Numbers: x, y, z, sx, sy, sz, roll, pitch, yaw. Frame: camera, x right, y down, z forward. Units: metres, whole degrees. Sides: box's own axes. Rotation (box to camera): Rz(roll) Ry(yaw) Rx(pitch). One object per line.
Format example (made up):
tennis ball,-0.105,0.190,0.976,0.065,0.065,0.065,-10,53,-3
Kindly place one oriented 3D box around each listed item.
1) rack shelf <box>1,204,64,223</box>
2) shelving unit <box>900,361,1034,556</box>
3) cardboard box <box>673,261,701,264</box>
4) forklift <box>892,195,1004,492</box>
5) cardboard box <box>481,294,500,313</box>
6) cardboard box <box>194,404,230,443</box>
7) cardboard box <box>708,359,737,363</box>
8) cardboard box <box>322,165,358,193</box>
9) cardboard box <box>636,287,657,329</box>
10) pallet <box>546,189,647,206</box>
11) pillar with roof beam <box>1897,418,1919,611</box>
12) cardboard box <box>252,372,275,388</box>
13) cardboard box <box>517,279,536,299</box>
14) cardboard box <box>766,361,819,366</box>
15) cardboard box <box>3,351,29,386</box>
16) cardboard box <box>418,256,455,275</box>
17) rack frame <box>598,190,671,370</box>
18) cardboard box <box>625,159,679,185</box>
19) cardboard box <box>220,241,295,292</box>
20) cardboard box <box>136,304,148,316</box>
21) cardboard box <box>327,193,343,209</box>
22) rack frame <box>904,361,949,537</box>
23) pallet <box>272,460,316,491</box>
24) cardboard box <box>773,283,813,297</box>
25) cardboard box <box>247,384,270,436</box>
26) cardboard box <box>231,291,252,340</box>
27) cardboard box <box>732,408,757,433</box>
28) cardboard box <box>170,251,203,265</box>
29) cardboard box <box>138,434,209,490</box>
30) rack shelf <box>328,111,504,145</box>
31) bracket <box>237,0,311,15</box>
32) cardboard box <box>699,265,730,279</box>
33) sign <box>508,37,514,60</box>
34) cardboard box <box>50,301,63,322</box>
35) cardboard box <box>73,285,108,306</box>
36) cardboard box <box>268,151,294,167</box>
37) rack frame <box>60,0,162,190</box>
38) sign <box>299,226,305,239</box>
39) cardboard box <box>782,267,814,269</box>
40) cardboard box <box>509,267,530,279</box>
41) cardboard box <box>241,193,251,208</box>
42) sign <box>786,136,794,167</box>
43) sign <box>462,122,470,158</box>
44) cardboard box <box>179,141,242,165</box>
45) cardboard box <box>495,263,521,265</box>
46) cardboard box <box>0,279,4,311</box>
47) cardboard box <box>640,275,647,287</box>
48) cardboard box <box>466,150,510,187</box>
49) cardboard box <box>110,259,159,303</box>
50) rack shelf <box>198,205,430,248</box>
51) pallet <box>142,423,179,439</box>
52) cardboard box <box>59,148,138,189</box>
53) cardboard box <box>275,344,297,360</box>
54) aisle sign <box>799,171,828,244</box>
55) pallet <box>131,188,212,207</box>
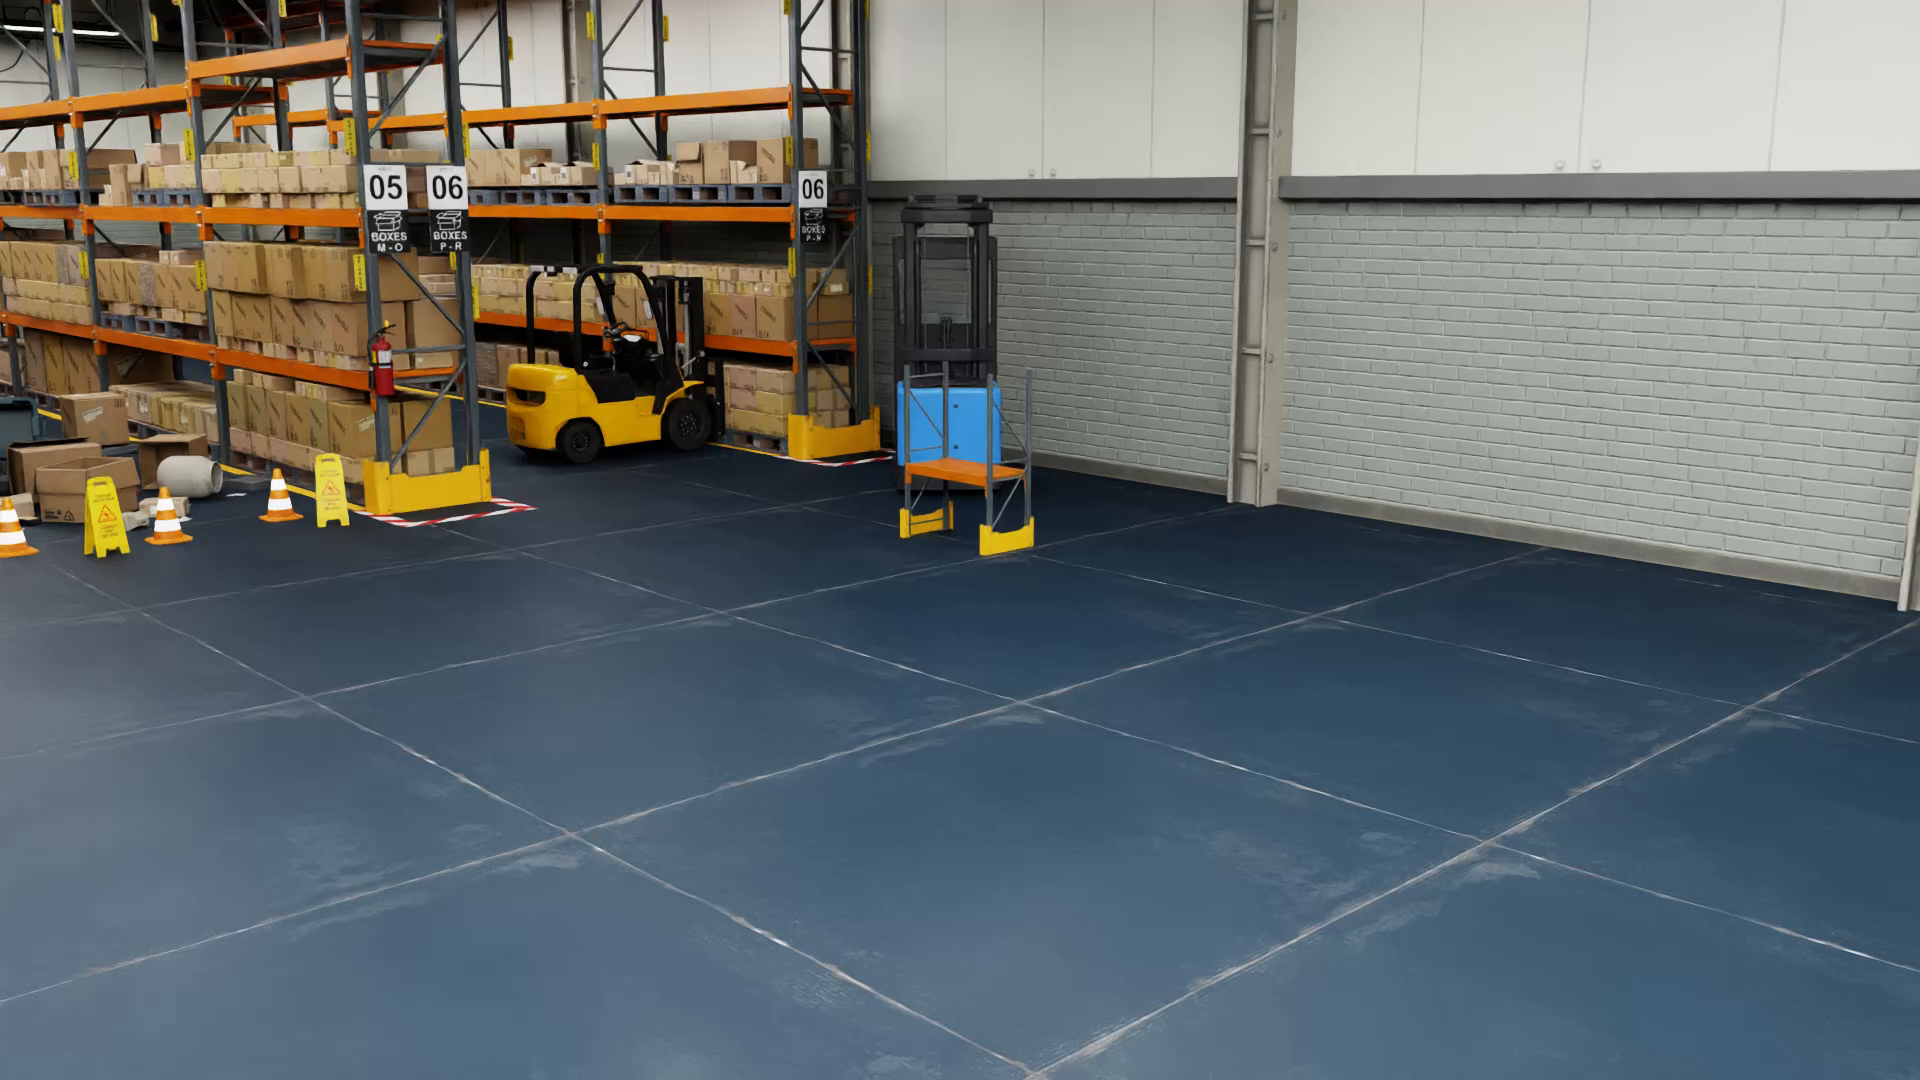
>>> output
rack shelf,-14.723,-4.950,25.352,1.077,0.370,4.000,-11,16,-43
shelving unit,0.053,-0.723,14.206,0.587,1.500,1.083,-11,16,-43
cardboard box,-3.455,-3.494,21.347,0.380,0.149,0.250,-11,16,-43
forklift,-0.167,-2.167,17.668,1.130,2.935,3.031,-1,12,-3
cardboard box,-6.518,-3.403,23.868,0.500,0.250,0.500,-11,16,-44
cardboard box,-8.181,-1.368,19.091,0.950,0.372,0.625,-11,16,-42
cardboard box,-3.068,-2.075,20.347,0.500,0.250,0.500,-11,16,-44
cardboard box,-5.603,-3.368,15.528,0.500,0.250,0.500,-11,16,-43
cardboard box,-3.740,-2.940,21.000,0.500,0.500,0.500,-11,16,-42
pallet,-4.848,-4.568,22.191,1.217,0.209,0.805,11,16,43
pillar with roof beam,3.877,-3.296,8.110,9.100,9.000,0.400,-11,16,-43
cardboard box,-7.206,-1.692,17.500,0.380,0.149,0.250,-10,15,-40
cardboard box,-5.798,-3.499,23.094,0.500,0.250,0.500,-11,16,-42
cardboard box,-2.010,-2.000,19.979,0.500,0.250,0.500,-11,16,-42
cardboard box,-13.698,-2.598,24.899,0.875,0.438,0.875,-11,16,-43
cardboard box,-8.253,-4.118,25.670,0.637,0.503,0.797,11,16,44
rack frame,-4.229,-3.066,21.858,1.000,3.000,0.127,-11,16,-43
cardboard box,-3.831,-4.591,20.758,0.500,0.311,0.500,-10,16,-41
cardboard box,-7.333,-2.886,17.523,0.700,0.500,0.500,-11,16,-42
cardboard box,-9.765,-2.807,20.184,0.380,0.149,0.250,-10,15,-39
cardboard box,-5.699,-3.181,15.605,0.380,0.149,0.250,-11,16,-42
rack frame,-0.292,-0.796,14.560,0.500,1.500,0.032,-11,16,-43
pallet,-6.481,-0.737,17.464,1.003,0.211,1.213,-11,16,-43
cardboard box,-1.909,-2.860,19.005,0.380,0.149,0.250,-11,16,-42
cardboard box,-7.227,-1.400,17.686,0.500,0.500,0.500,-10,15,-40
cardboard box,-7.351,-2.395,17.618,0.500,0.500,0.500,-11,16,-43
cardboard box,-2.357,-1.439,19.738,0.500,0.250,0.500,-11,16,-43
cardboard box,-8.784,-3.226,19.004,0.250,0.149,0.380,11,16,43
cardboard box,-8.061,-0.804,17.071,0.500,0.500,0.500,-1,12,-4
rack shelf,-8.373,-6.331,25.616,1.077,0.370,4.000,-11,16,-43
bracket,-11.906,-9.549,29.539,0.076,0.066,4.783,-11,16,-43
cardboard box,-2.930,-3.240,20.113,0.380,0.149,0.250,-11,16,-42
sign,-6.593,-7.201,24.354,0.100,0.325,0.005,-11,16,-43
cardboard box,-11.817,-3.070,22.249,0.500,0.250,0.500,-11,16,-43
cardboard box,-11.098,-3.164,21.468,0.500,0.250,0.500,-11,16,-43
cardboard box,-6.585,-3.754,16.411,0.380,0.149,0.250,-10,16,-41
rack frame,-10.579,-5.896,20.727,1.000,3.000,0.127,-11,16,-43
sign,-12.101,-5.613,30.571,0.100,0.325,0.005,-11,16,-43
cardboard box,-1.893,-3.153,19.687,0.380,0.149,0.250,-10,16,-41
cardboard box,-6.086,-3.742,23.284,0.380,0.149,0.250,-10,16,-41
cardboard box,-7.243,-3.531,17.306,0.380,0.149,0.250,-10,15,-41
sign,-1.869,-4.272,18.284,0.100,0.325,0.005,-11,16,-43
sign,-4.662,-3.763,15.641,0.100,0.325,0.005,-11,16,-43
cardboard box,-8.309,-4.287,18.442,0.500,0.250,0.500,-10,16,-41
cardboard box,-6.621,-3.997,24.523,0.380,0.149,0.250,-10,15,-41
cardboard box,-13.847,-3.622,24.311,0.500,0.500,0.500,-11,16,-42
cardboard box,-3.820,-3.278,21.031,0.380,0.149,0.250,-11,16,-43
cardboard box,-6.668,-5.283,23.649,0.500,0.500,0.500,-11,16,-42
cardboard box,-10.071,-3.185,20.410,0.500,0.500,0.500,-10,15,-40
rack shelf,-6.436,-3.198,16.852,1.077,0.370,4.000,-11,16,-43
pallet,-9.202,-1.299,20.195,1.003,0.211,1.213,-11,16,-43
cardboard box,-10.949,-4.717,21.141,0.637,0.503,0.797,11,16,42
cardboard box,-6.760,-1.939,17.012,0.380,0.149,0.250,-11,16,-43
aisle sign,-1.634,-3.705,18.517,0.394,0.787,0.004,-11,16,-43
pallet,-8.885,-4.007,19.457,1.213,0.211,1.003,-11,16,-43
